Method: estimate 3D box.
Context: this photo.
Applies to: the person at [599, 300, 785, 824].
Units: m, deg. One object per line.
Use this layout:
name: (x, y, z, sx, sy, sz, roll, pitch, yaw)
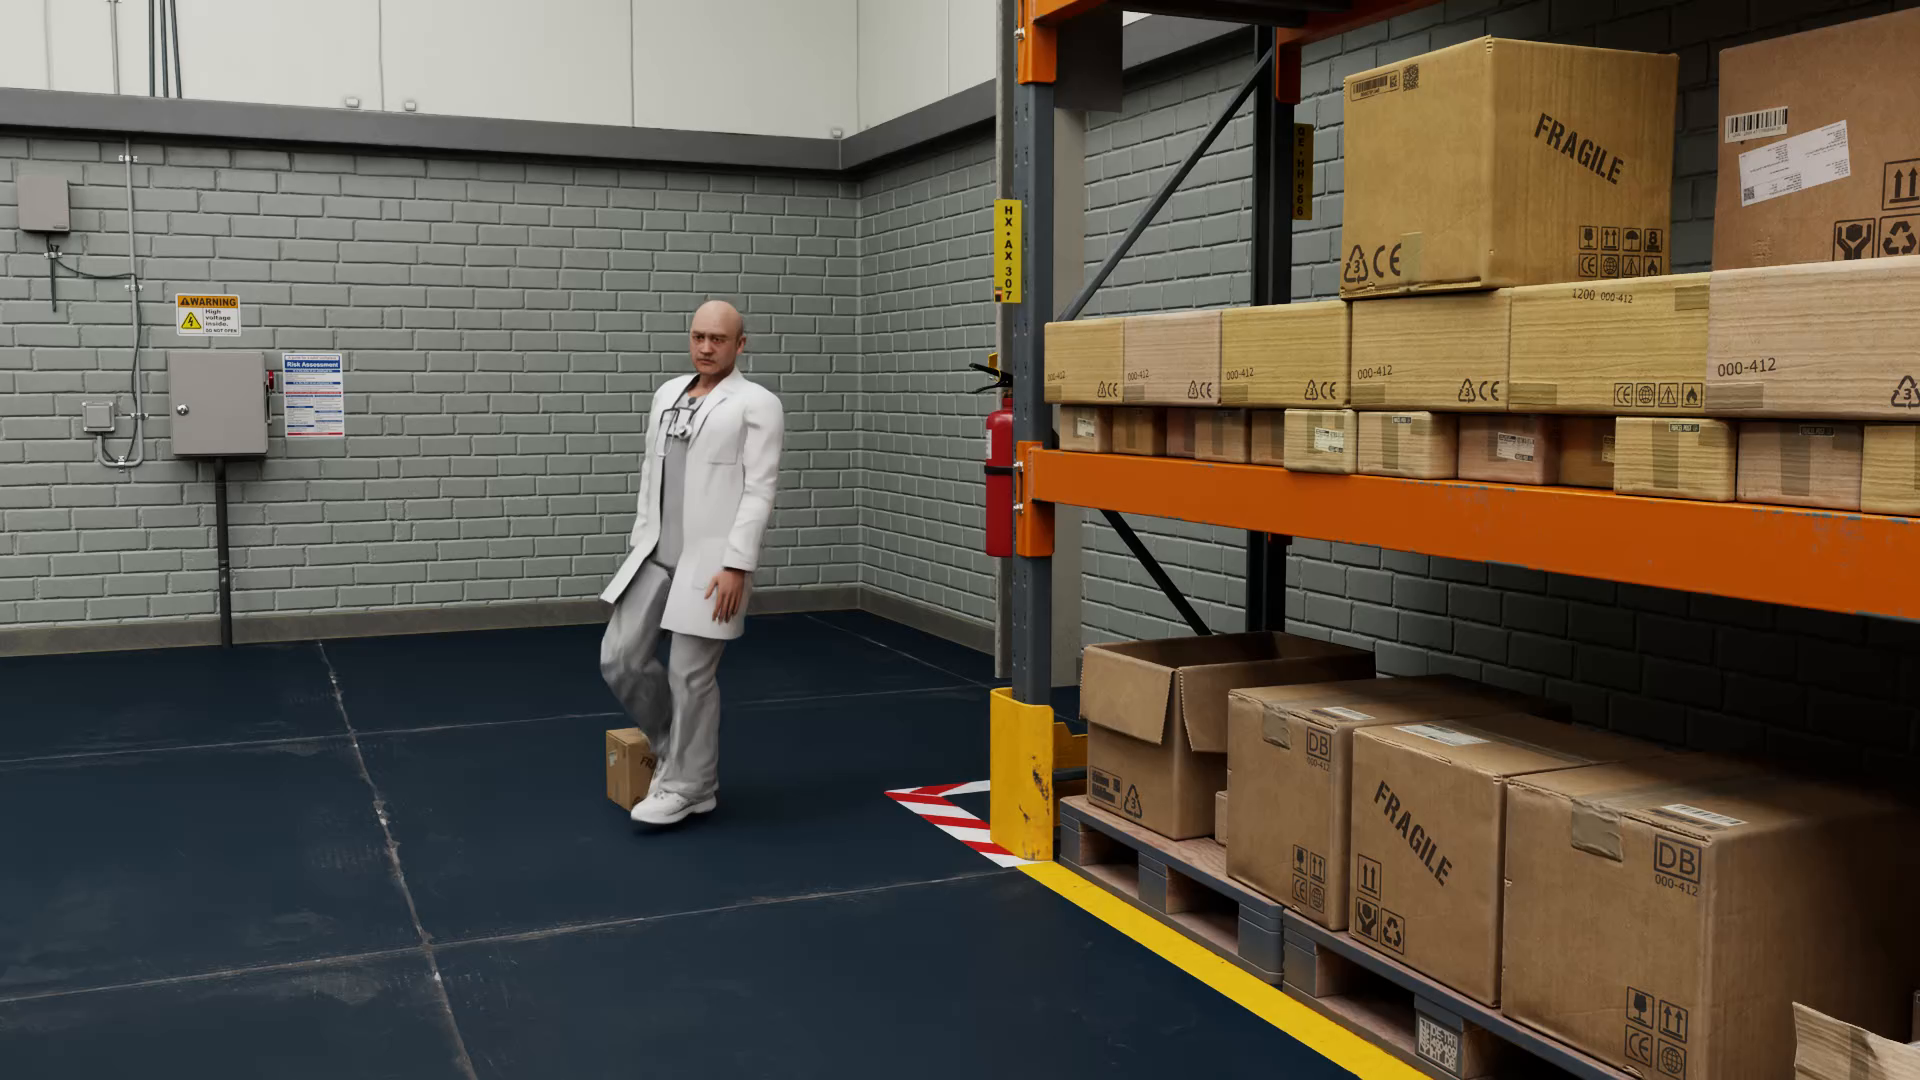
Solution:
person: (-0.911, 0.087, 5.610, 0.639, 1.774, 0.513, 3, 6, 32)
